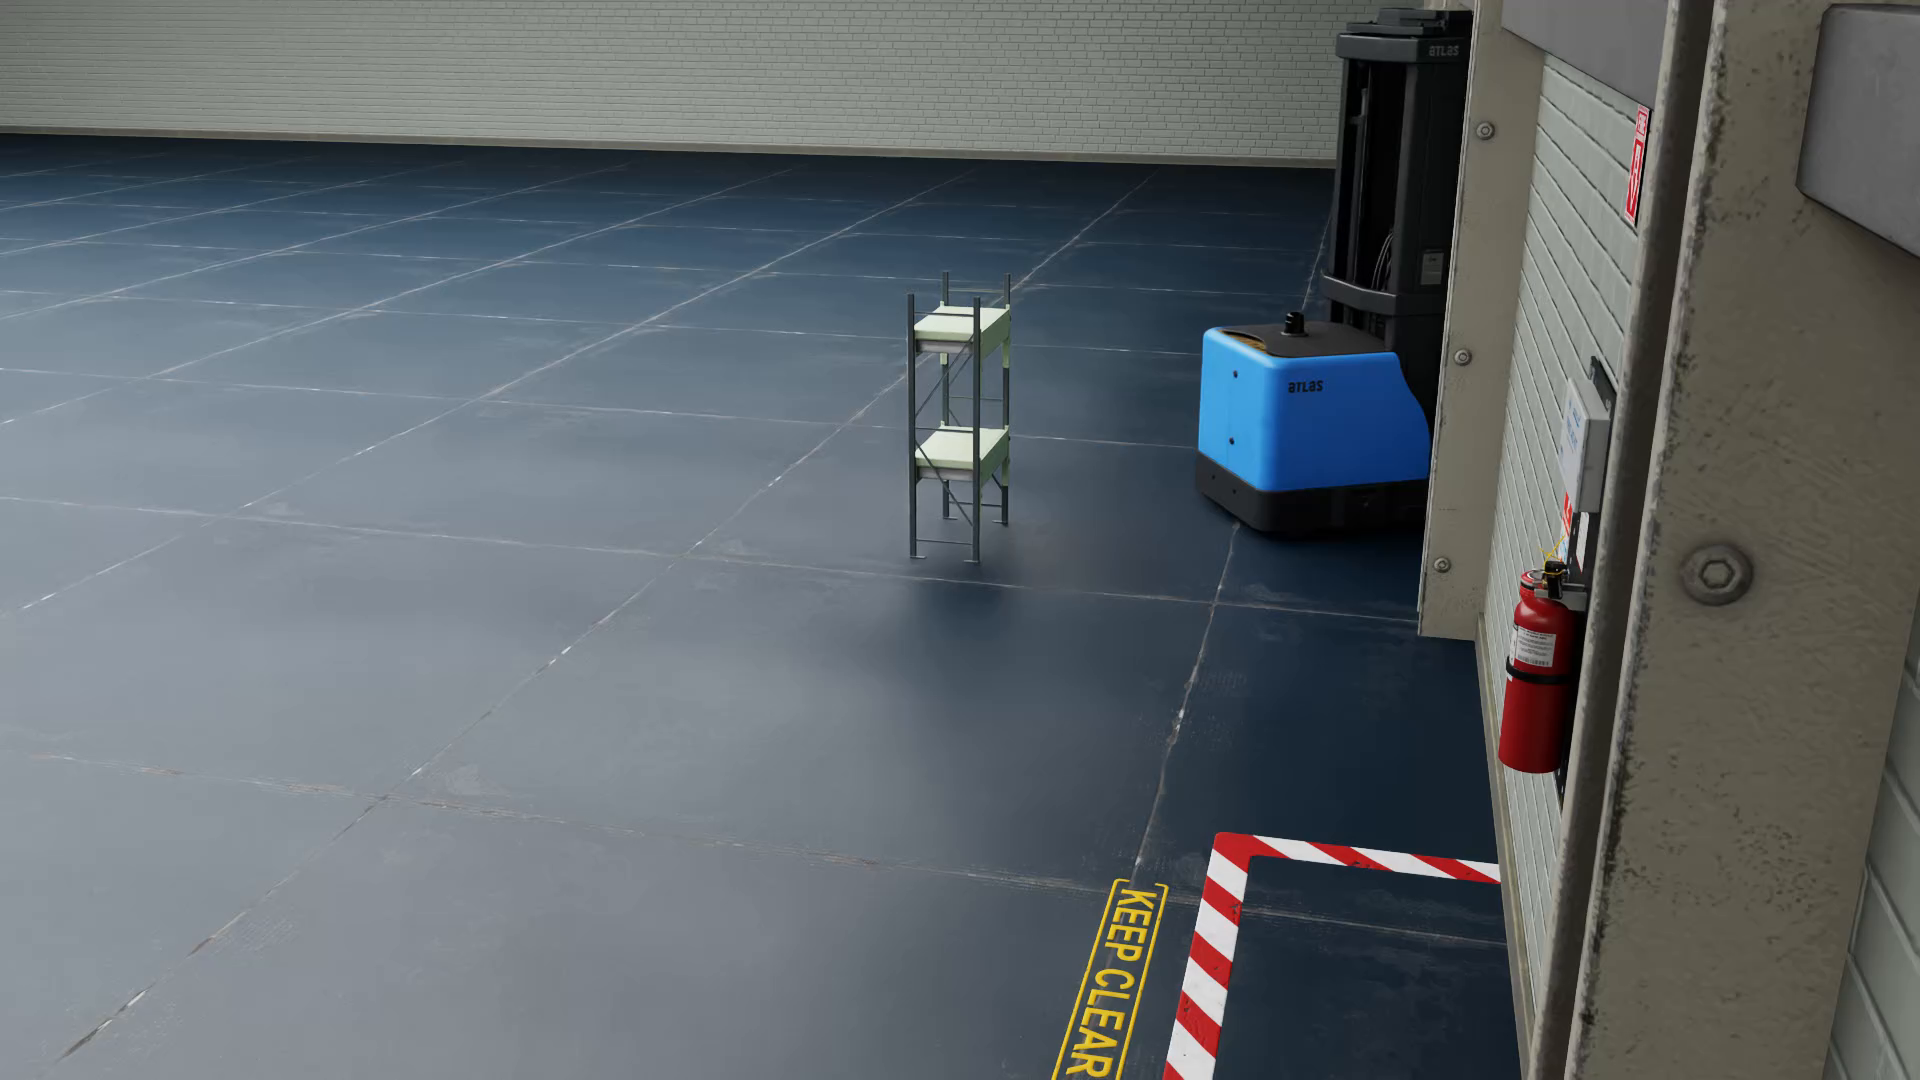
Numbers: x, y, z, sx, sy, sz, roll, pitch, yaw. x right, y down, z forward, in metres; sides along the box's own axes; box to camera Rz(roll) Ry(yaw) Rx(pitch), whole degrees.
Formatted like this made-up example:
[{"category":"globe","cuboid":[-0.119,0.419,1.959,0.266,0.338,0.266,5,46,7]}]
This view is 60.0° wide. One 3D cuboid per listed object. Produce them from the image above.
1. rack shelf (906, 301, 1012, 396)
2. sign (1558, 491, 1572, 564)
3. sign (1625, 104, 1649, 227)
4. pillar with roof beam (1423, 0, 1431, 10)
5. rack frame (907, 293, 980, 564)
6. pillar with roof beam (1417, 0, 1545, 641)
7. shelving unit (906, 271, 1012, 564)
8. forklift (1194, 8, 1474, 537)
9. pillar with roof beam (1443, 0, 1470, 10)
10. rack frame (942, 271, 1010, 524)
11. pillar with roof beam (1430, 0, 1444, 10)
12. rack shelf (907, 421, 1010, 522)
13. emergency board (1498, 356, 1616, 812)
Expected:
[{"category":"rack shelf","cuboid":[0.002,-1.081,9.325,0.431,0.370,0.720,5,19,13]},{"category":"sign","cuboid":[1.893,-0.066,5.185,0.001,0.329,0.234,5,19,13]},{"category":"sign","cuboid":[1.756,-0.976,4.317,0.001,0.298,0.199,5,19,13]},{"category":"pillar with roof beam","cuboid":[2.706,-9.814,24.497,9.100,9.000,0.400,5,19,13]},{"category":"rack frame","cuboid":[-0.088,-0.597,9.115,0.400,1.500,0.023,5,19,13]},{"category":"pillar with roof beam","cuboid":[-1.692,-4.172,7.980,9.100,9.000,0.400,5,19,13]},{"category":"shelving unit","cuboid":[0.002,-0.712,9.451,0.431,1.500,0.755,5,19,13]},{"category":"forklift","cuboid":[3.047,-1.652,9.990,3.031,2.935,1.130,-5,20,-15]},{"category":"pillar with roof beam","cuboid":[-0.226,-6.053,13.486,9.100,9.000,0.400,5,19,13]},{"category":"rack frame","cuboid":[0.091,-0.827,9.787,0.400,1.500,0.023,5,19,13]},{"category":"pillar with roof beam","cuboid":[1.240,-7.933,18.992,9.100,9.000,0.400,5,19,13]},{"category":"rack shelf","cuboid":[0.002,-0.403,9.557,0.431,0.370,0.720,5,19,13]},{"category":"emergency board","cuboid":[1.658,0.116,4.707,0.194,1.169,0.643,5,19,13]}]
